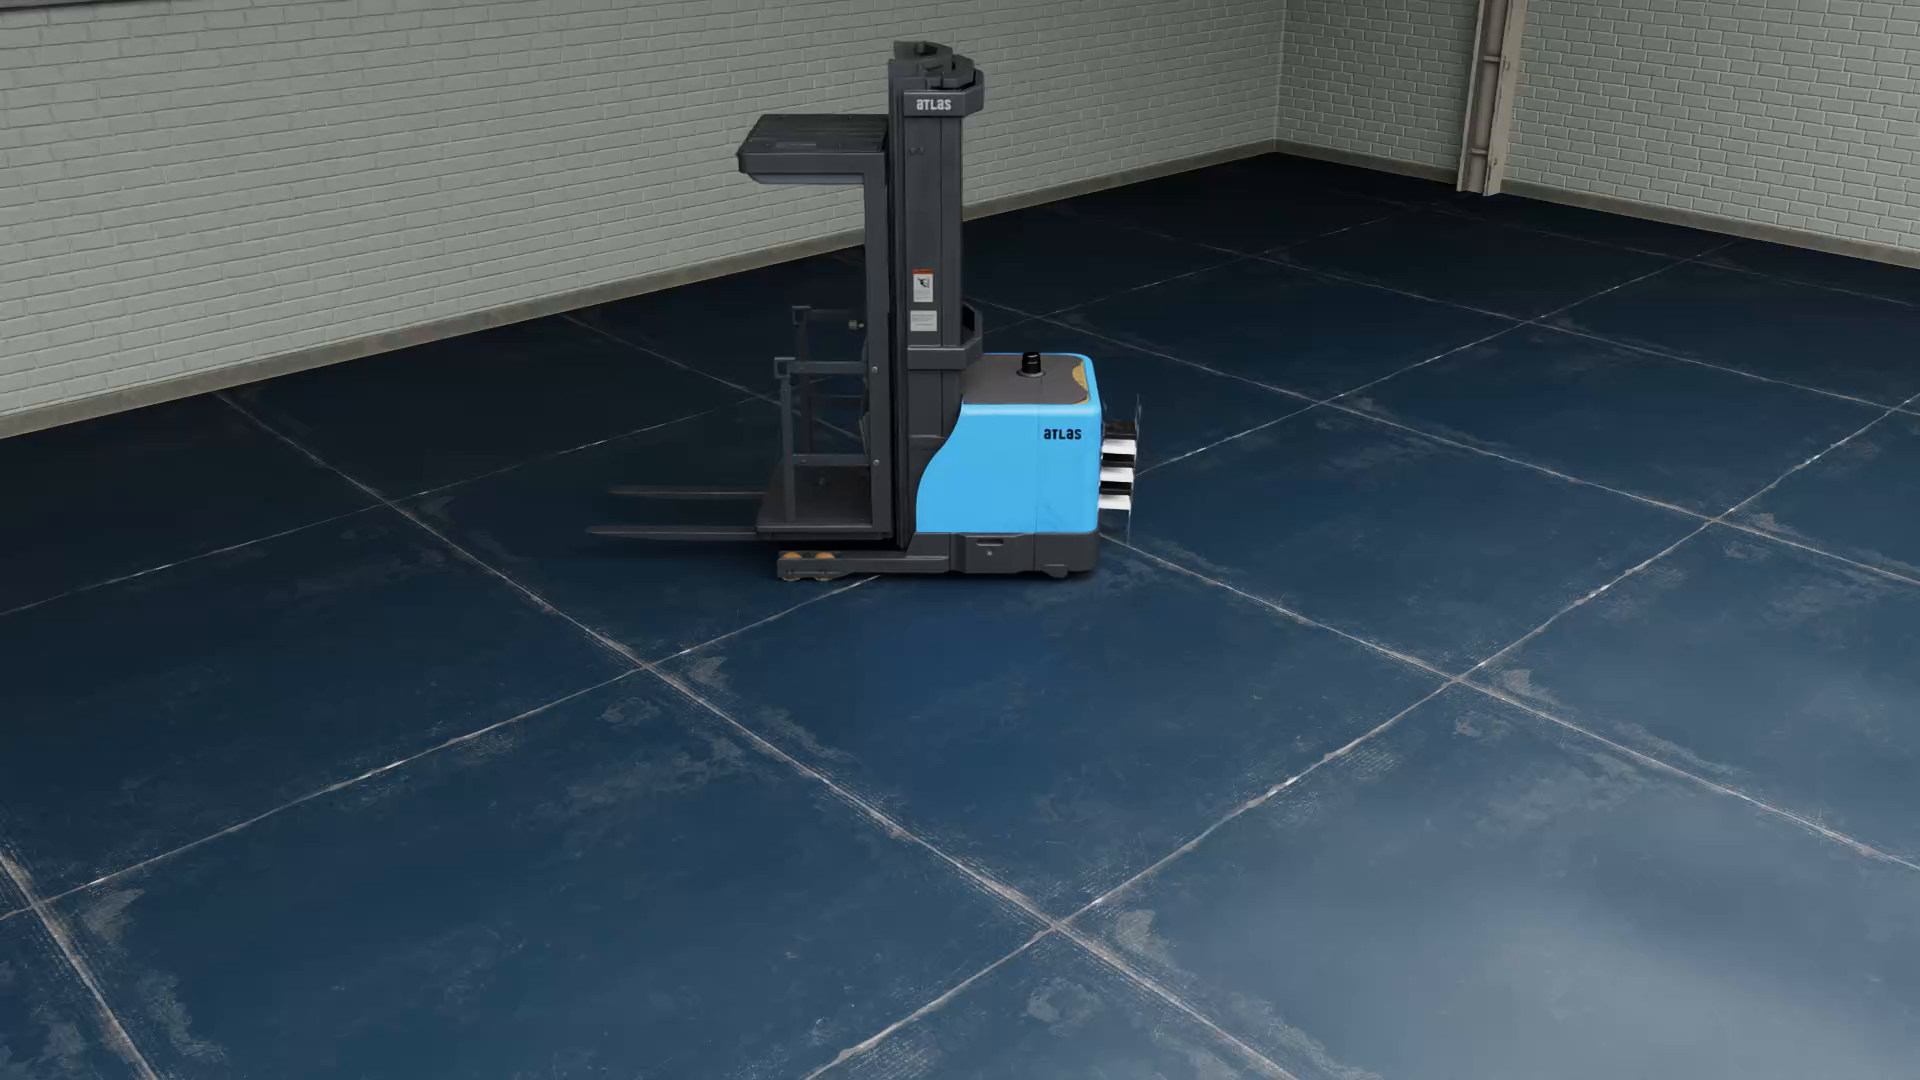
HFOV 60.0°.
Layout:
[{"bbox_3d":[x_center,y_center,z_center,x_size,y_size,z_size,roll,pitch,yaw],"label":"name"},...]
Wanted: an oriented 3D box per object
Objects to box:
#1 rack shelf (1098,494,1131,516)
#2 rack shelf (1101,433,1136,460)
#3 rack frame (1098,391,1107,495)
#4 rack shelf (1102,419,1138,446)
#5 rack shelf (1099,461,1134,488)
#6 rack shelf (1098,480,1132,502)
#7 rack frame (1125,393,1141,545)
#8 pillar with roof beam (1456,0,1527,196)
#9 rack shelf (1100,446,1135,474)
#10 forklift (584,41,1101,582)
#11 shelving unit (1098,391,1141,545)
[{"bbox_3d":[0.938,-0.240,10.195,0.200,0.077,0.258,3,25,1],"label":"rack shelf"},{"bbox_3d":[0.954,-0.567,10.045,0.200,0.077,0.258,3,25,1],"label":"rack shelf"},{"bbox_3d":[0.846,-0.440,10.108,0.006,0.900,0.240,3,25,1],"label":"rack frame"},{"bbox_3d":[0.958,-0.649,10.008,0.200,0.077,0.258,3,25,1],"label":"rack shelf"},{"bbox_3d":[0.946,-0.404,10.120,0.200,0.077,0.258,3,25,1],"label":"rack shelf"},{"bbox_3d":[0.942,-0.322,10.158,0.200,0.077,0.258,3,25,1],"label":"rack shelf"},{"bbox_3d":[1.049,-0.428,10.105,0.006,0.900,0.240,3,25,1],"label":"rack frame"},{"bbox_3d":[2.772,-6.852,14.427,9.100,9.000,0.400,-21,32,-38],"label":"pillar with roof beam"},{"bbox_3d":[0.950,-0.486,10.083,0.200,0.077,0.258,3,25,1],"label":"rack shelf"},{"bbox_3d":[-0.701,-1.309,9.589,3.031,2.935,1.130,0,25,1],"label":"forklift"},{"bbox_3d":[0.948,-0.434,10.107,0.210,0.900,0.258,3,25,1],"label":"shelving unit"}]
